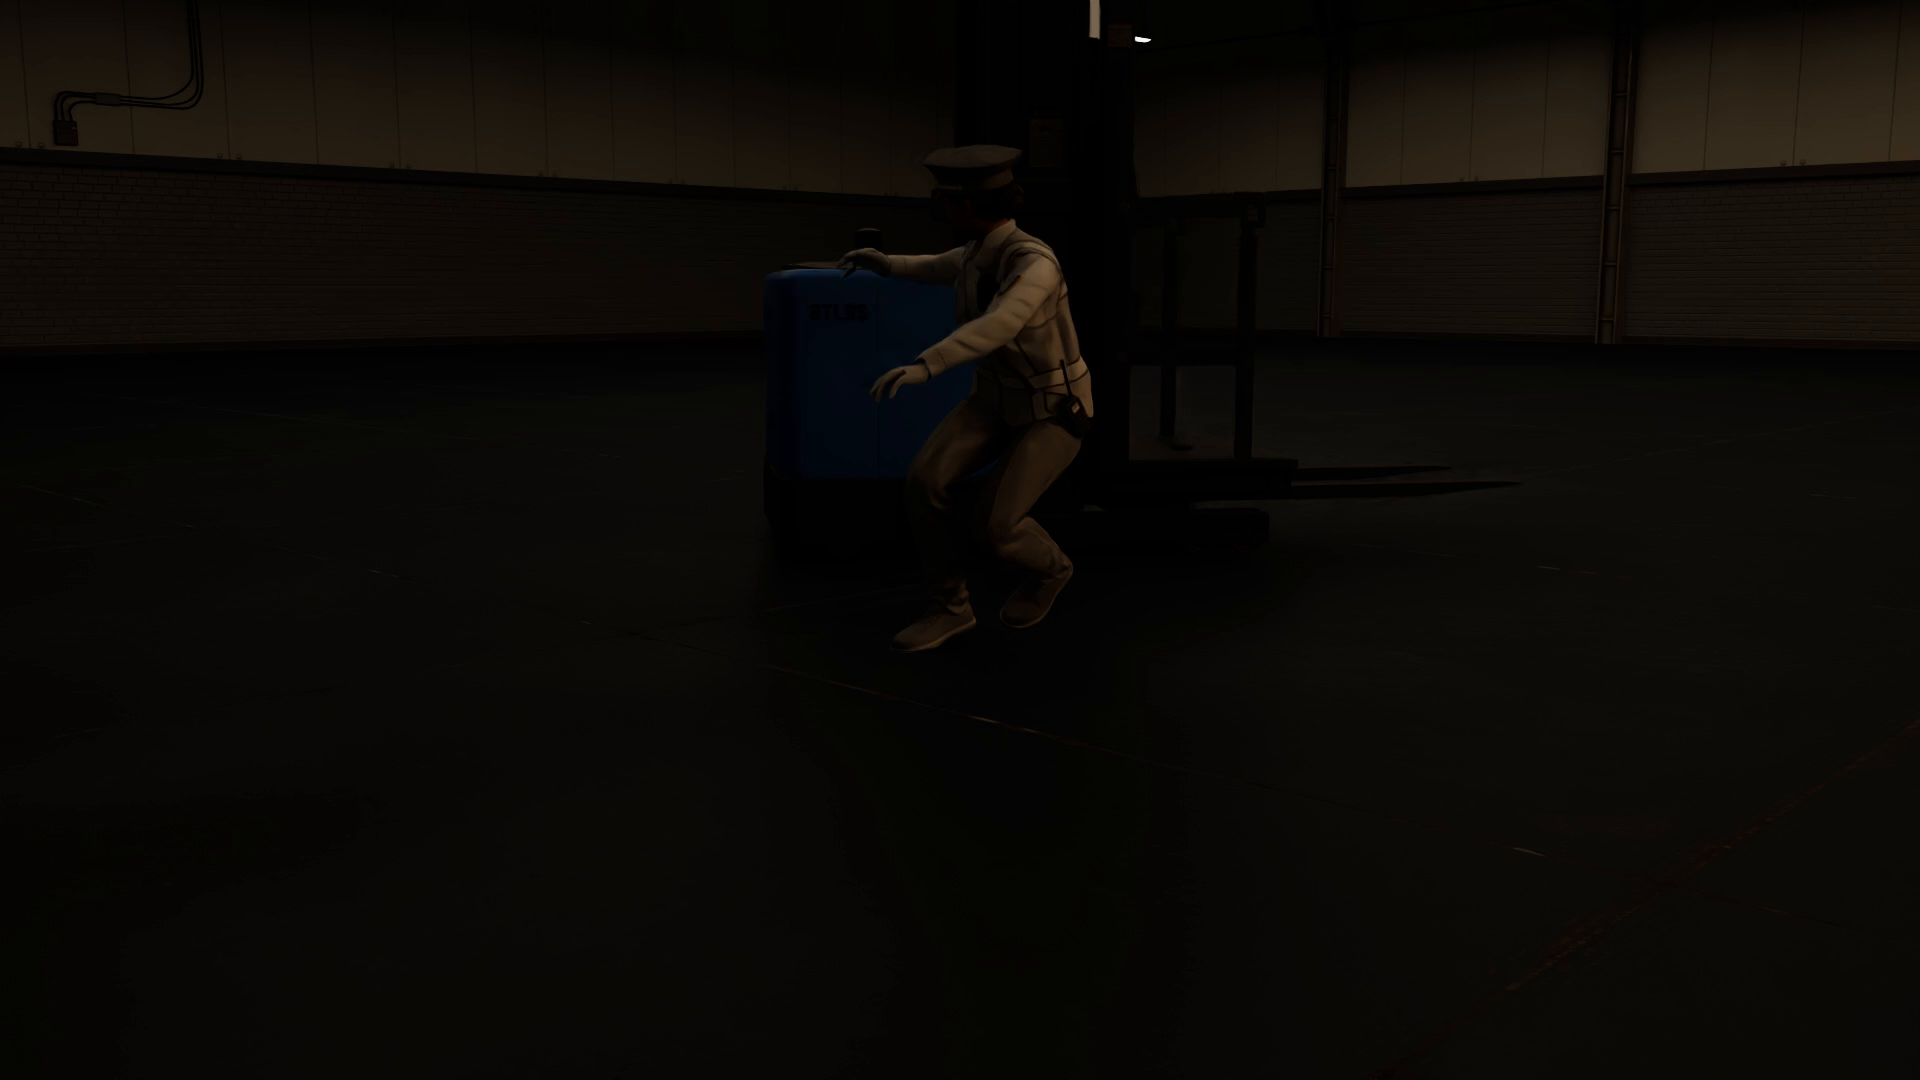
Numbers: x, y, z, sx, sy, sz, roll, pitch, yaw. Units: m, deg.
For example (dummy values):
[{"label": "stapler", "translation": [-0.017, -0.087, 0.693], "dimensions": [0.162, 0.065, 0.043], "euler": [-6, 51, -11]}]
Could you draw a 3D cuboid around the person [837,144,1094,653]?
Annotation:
[{"label": "person", "translation": [-0.047, -0.375, 4.565], "dimensions": [0.708, 1.401, 0.945], "euler": [8, 12, 43]}]

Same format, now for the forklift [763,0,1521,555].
[{"label": "forklift", "translation": [0.740, -1.473, 6.658], "dimensions": [3.031, 2.935, 1.130], "euler": [-1, 9, -10]}]
